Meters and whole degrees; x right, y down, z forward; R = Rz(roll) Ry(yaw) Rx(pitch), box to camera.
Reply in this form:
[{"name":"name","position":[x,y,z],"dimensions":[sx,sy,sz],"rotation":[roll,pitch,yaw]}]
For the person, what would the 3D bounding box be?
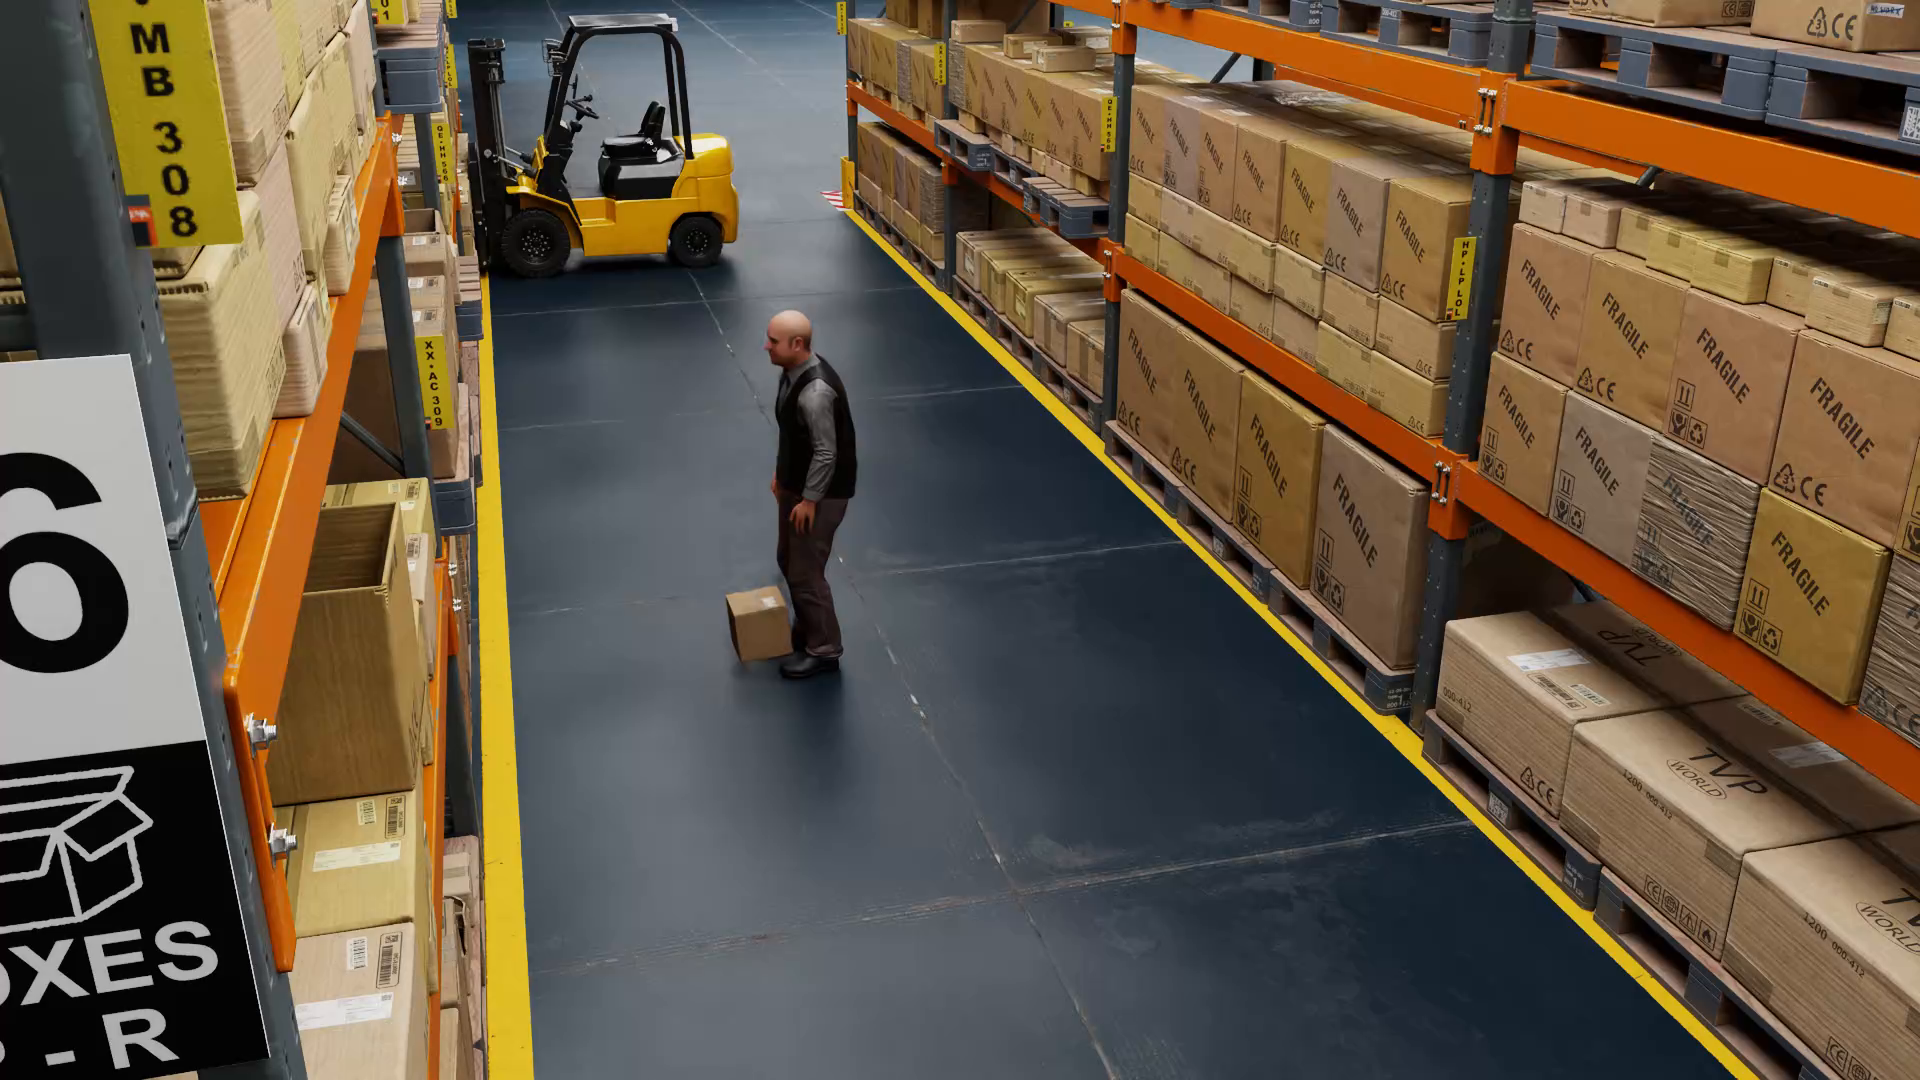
[{"name":"person","position":[-0.690,-0.224,7.658],"dimensions":[0.423,1.722,0.568],"rotation":[-7,24,-16]}]
